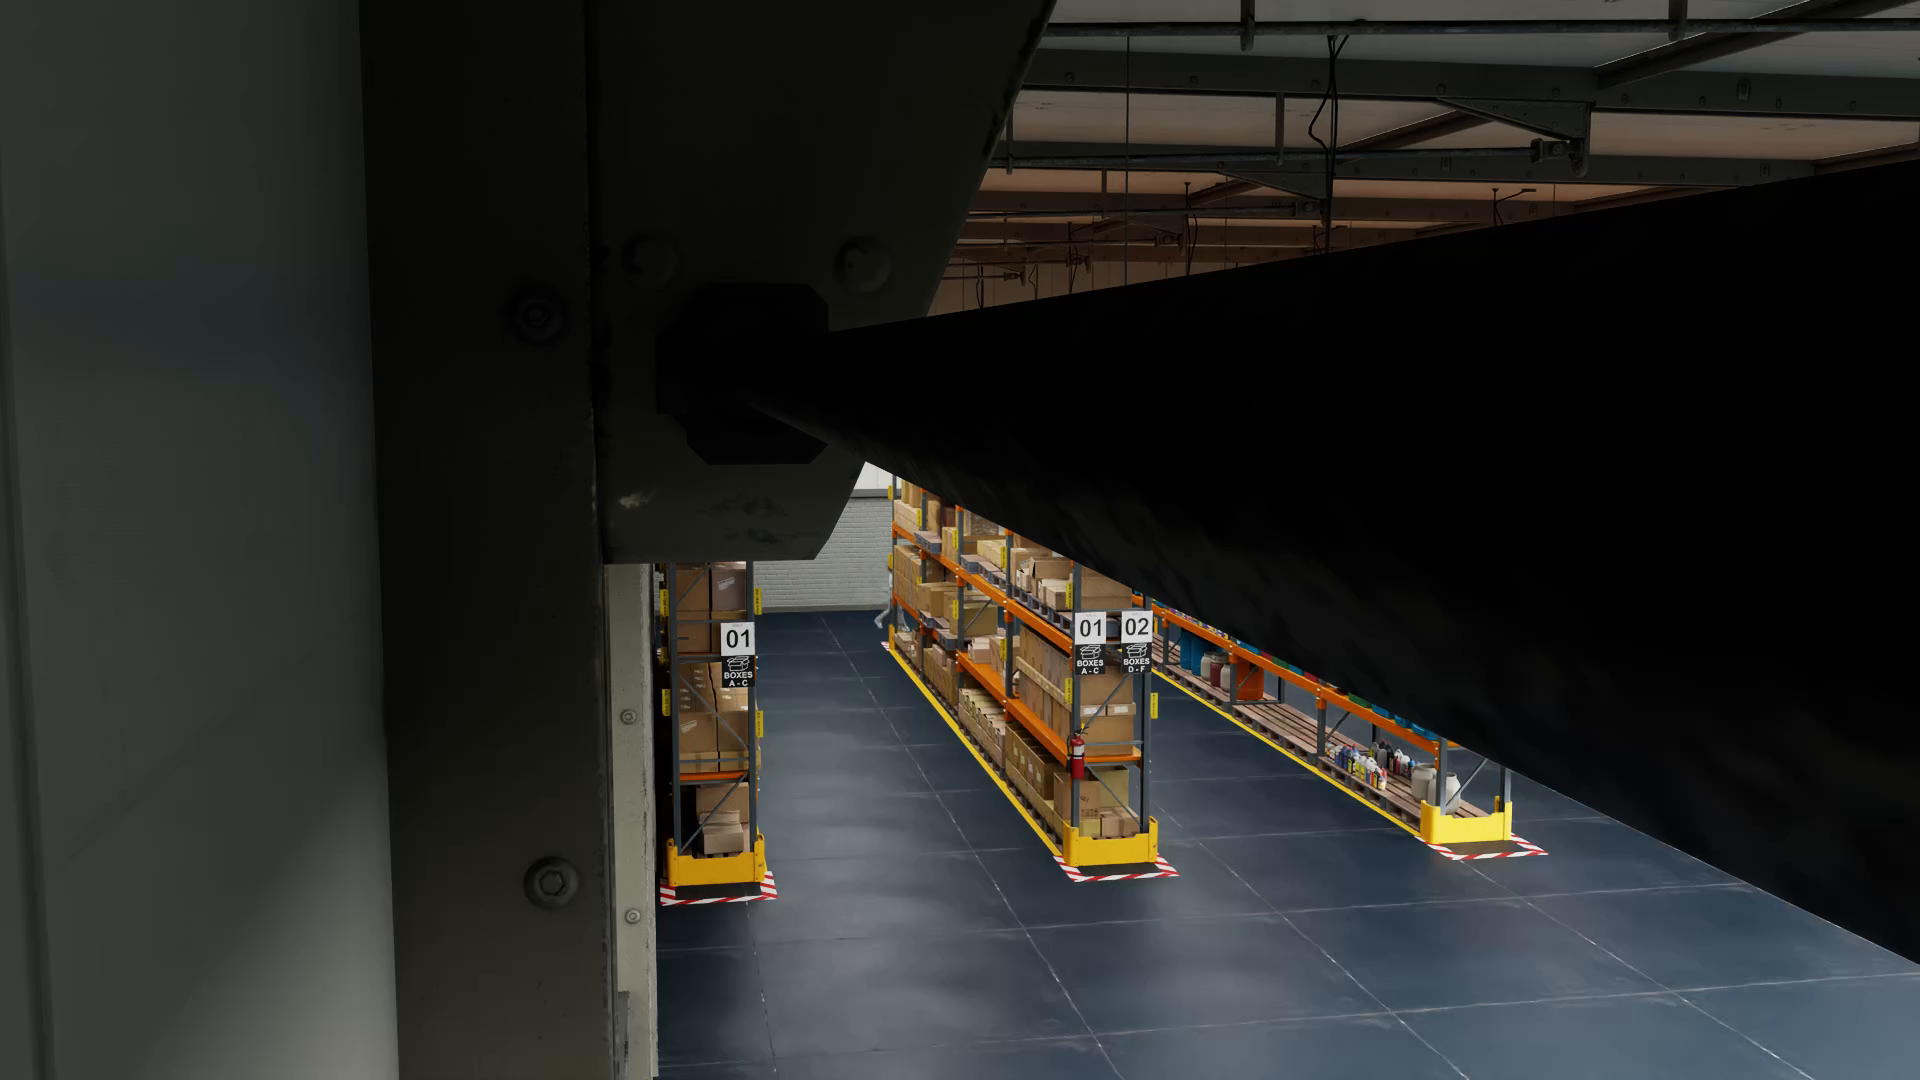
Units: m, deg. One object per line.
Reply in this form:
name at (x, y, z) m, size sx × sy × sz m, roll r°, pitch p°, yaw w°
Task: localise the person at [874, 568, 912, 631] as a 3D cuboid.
person at (-1.558, 1.328, 38.705) m, size 0.905 × 1.586 × 0.558 m, roll 2°, pitch 7°, yaw 20°
